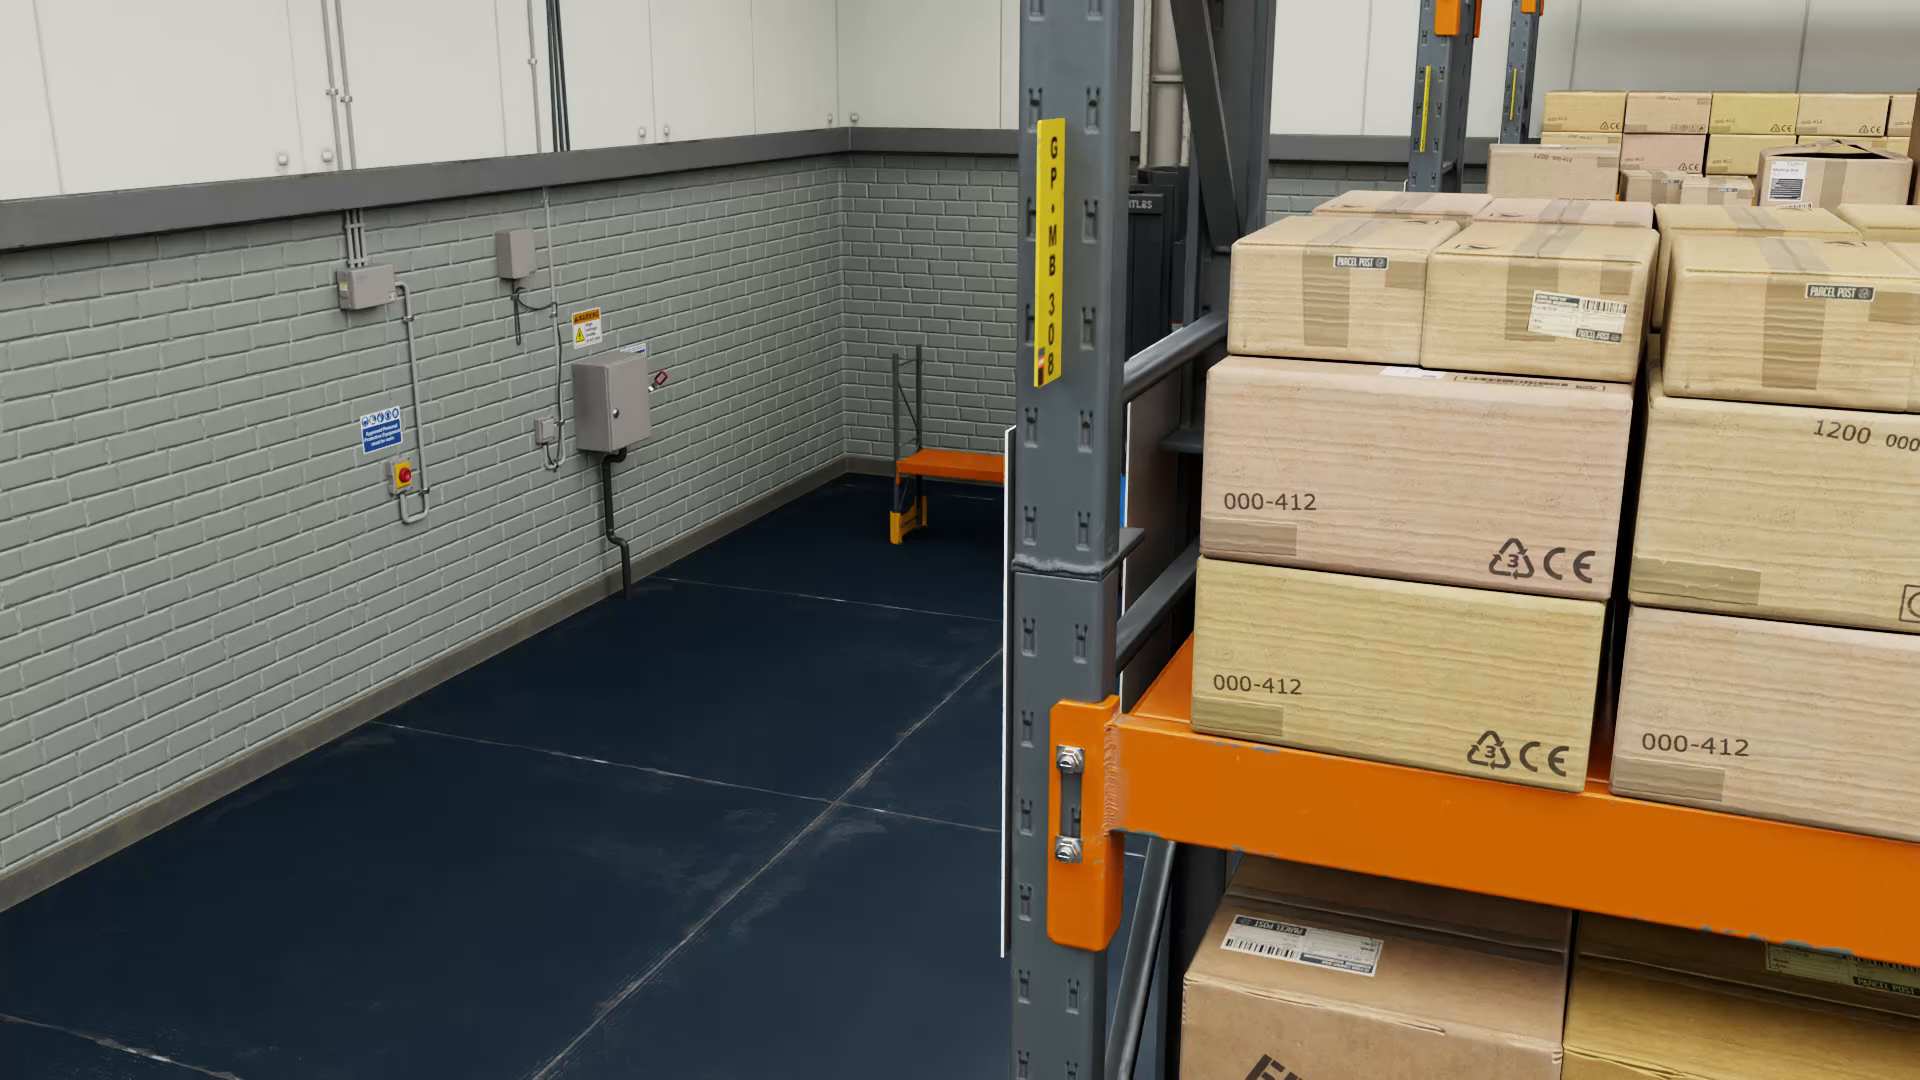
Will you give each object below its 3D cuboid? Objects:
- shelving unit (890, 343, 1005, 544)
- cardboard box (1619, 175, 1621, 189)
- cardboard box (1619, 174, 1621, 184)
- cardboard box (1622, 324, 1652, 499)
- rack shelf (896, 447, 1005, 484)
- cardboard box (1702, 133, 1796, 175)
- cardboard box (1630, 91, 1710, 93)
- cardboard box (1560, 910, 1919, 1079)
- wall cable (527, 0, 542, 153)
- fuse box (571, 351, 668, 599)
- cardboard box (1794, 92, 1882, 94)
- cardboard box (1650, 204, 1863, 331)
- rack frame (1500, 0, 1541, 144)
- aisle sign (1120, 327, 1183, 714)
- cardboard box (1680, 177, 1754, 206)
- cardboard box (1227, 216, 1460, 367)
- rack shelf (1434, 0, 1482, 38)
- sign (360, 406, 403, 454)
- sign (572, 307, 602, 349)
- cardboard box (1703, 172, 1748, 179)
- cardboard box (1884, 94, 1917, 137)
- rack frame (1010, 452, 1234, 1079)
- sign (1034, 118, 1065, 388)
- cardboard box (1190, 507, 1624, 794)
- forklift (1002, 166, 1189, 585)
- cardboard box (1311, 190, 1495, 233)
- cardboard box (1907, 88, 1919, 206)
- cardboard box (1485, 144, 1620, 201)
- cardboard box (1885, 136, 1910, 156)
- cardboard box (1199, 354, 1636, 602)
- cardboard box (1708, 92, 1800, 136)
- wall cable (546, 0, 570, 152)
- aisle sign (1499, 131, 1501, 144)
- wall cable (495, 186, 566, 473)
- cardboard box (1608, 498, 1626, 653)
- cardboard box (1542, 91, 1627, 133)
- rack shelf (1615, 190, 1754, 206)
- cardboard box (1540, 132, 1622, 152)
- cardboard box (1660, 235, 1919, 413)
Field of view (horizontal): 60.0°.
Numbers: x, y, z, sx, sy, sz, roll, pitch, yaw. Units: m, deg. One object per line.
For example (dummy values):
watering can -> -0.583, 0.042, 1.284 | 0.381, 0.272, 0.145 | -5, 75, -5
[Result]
shelving unit -> 0.054, -0.715, 12.942 | 1.083, 1.500, 0.587 | 6, 17, 20
cardboard box -> 4.549, -2.398, 11.123 | 0.250, 0.149, 0.380 | 6, 17, 21
cardboard box -> 4.503, -2.557, 11.673 | 0.250, 0.149, 0.380 | 7, 17, 22
cardboard box -> 0.834, -0.267, 2.705 | 0.500, 0.250, 0.500 | 6, 17, 19
rack shelf -> 0.062, -0.541, 12.989 | 1.000, 0.185, 0.538 | 6, 17, 20
cardboard box -> 5.117, -2.514, 10.809 | 0.500, 0.250, 0.500 | 6, 17, 19
cardboard box -> 4.852, -2.946, 11.401 | 0.500, 0.250, 0.500 | 6, 17, 19
cardboard box -> 1.104, 0.854, 2.345 | 0.500, 0.500, 0.500 | 7, 18, 22
wall cable -> -3.082, -3.518, 9.152 | 0.029, 3.000, 2.355 | 6, 17, 21
fuse box -> -2.313, -0.416, 11.536 | 0.414, 1.711, 0.539 | 6, 17, 21
cardboard box -> 5.791, -2.838, 11.029 | 0.500, 0.250, 0.500 | 6, 17, 21
cardboard box -> 1.162, -0.405, 2.466 | 0.250, 0.149, 0.380 | 6, 17, 19
rack frame -> 3.852, -4.102, 11.164 | 0.127, 3.000, 1.000 | 6, 17, 21
aisle sign -> 0.354, 0.027, 3.039 | 0.004, 0.787, 0.394 | 6, 17, 21
cardboard box -> 2.962, -1.332, 6.521 | 0.250, 0.149, 0.380 | 7, 18, 23
cardboard box -> 0.530, -0.347, 2.267 | 0.250, 0.149, 0.380 | 6, 17, 20
rack shelf -> 3.895, -2.073, 6.180 | 4.000, 0.370, 1.077 | 6, 17, 21
sign -> -3.294, -0.628, 9.472 | 0.001, 0.218, 0.327 | 6, 17, 21
sign -> -2.526, -1.438, 11.265 | 0.001, 0.242, 0.339 | 6, 17, 21
cardboard box -> 4.990, -2.321, 10.858 | 0.250, 0.149, 0.380 | 6, 17, 20
cardboard box -> 6.072, -2.657, 10.403 | 0.500, 0.250, 0.500 | 7, 17, 22
rack frame -> 0.312, 1.360, 3.107 | 0.127, 3.000, 1.000 | 6, 17, 21
sign -> 0.113, -0.359, 2.082 | 0.005, 0.325, 0.100 | 6, 17, 21
cardboard box -> 0.636, 0.104, 2.323 | 0.500, 0.250, 0.500 | 7, 18, 23
forklift -> 1.882, -1.114, 11.752 | 3.031, 2.935, 1.130 | 5, 17, 17
cardboard box -> 0.729, -0.482, 2.730 | 0.250, 0.149, 0.380 | 6, 17, 20
cardboard box -> 3.855, -1.427, 6.216 | 0.500, 0.500, 0.500 | 7, 17, 22
cardboard box -> 2.486, -1.529, 7.017 | 0.500, 0.250, 0.500 | 5, 17, 16
cardboard box -> 6.073, -2.414, 10.463 | 0.500, 0.250, 0.500 | 7, 17, 22
cardboard box -> 0.635, -0.135, 2.250 | 0.500, 0.250, 0.500 | 7, 17, 22
cardboard box -> 5.112, -2.758, 10.751 | 0.500, 0.250, 0.500 | 6, 17, 20
wall cable -> -2.025, -4.255, 11.623 | 0.133, 3.039, 2.988 | 6, 17, 21
aisle sign -> 3.681, -2.401, 11.400 | 0.004, 0.787, 0.394 | 6, 17, 21
wall cable -> -2.710, -1.361, 10.661 | 0.122, 1.984, 0.588 | 6, 17, 21
cardboard box -> 0.832, -0.030, 2.786 | 0.500, 0.250, 0.500 | 6, 17, 19
cardboard box -> 4.173, -2.862, 11.112 | 0.500, 0.250, 0.500 | 6, 17, 20
rack shelf -> 5.713, -2.112, 10.978 | 4.000, 0.370, 1.077 | 6, 17, 21
cardboard box -> 4.165, -2.617, 11.162 | 0.500, 0.250, 0.500 | 6, 17, 20
cardboard box -> 0.986, -0.270, 2.000 | 0.250, 0.149, 0.380 | 6, 17, 21
